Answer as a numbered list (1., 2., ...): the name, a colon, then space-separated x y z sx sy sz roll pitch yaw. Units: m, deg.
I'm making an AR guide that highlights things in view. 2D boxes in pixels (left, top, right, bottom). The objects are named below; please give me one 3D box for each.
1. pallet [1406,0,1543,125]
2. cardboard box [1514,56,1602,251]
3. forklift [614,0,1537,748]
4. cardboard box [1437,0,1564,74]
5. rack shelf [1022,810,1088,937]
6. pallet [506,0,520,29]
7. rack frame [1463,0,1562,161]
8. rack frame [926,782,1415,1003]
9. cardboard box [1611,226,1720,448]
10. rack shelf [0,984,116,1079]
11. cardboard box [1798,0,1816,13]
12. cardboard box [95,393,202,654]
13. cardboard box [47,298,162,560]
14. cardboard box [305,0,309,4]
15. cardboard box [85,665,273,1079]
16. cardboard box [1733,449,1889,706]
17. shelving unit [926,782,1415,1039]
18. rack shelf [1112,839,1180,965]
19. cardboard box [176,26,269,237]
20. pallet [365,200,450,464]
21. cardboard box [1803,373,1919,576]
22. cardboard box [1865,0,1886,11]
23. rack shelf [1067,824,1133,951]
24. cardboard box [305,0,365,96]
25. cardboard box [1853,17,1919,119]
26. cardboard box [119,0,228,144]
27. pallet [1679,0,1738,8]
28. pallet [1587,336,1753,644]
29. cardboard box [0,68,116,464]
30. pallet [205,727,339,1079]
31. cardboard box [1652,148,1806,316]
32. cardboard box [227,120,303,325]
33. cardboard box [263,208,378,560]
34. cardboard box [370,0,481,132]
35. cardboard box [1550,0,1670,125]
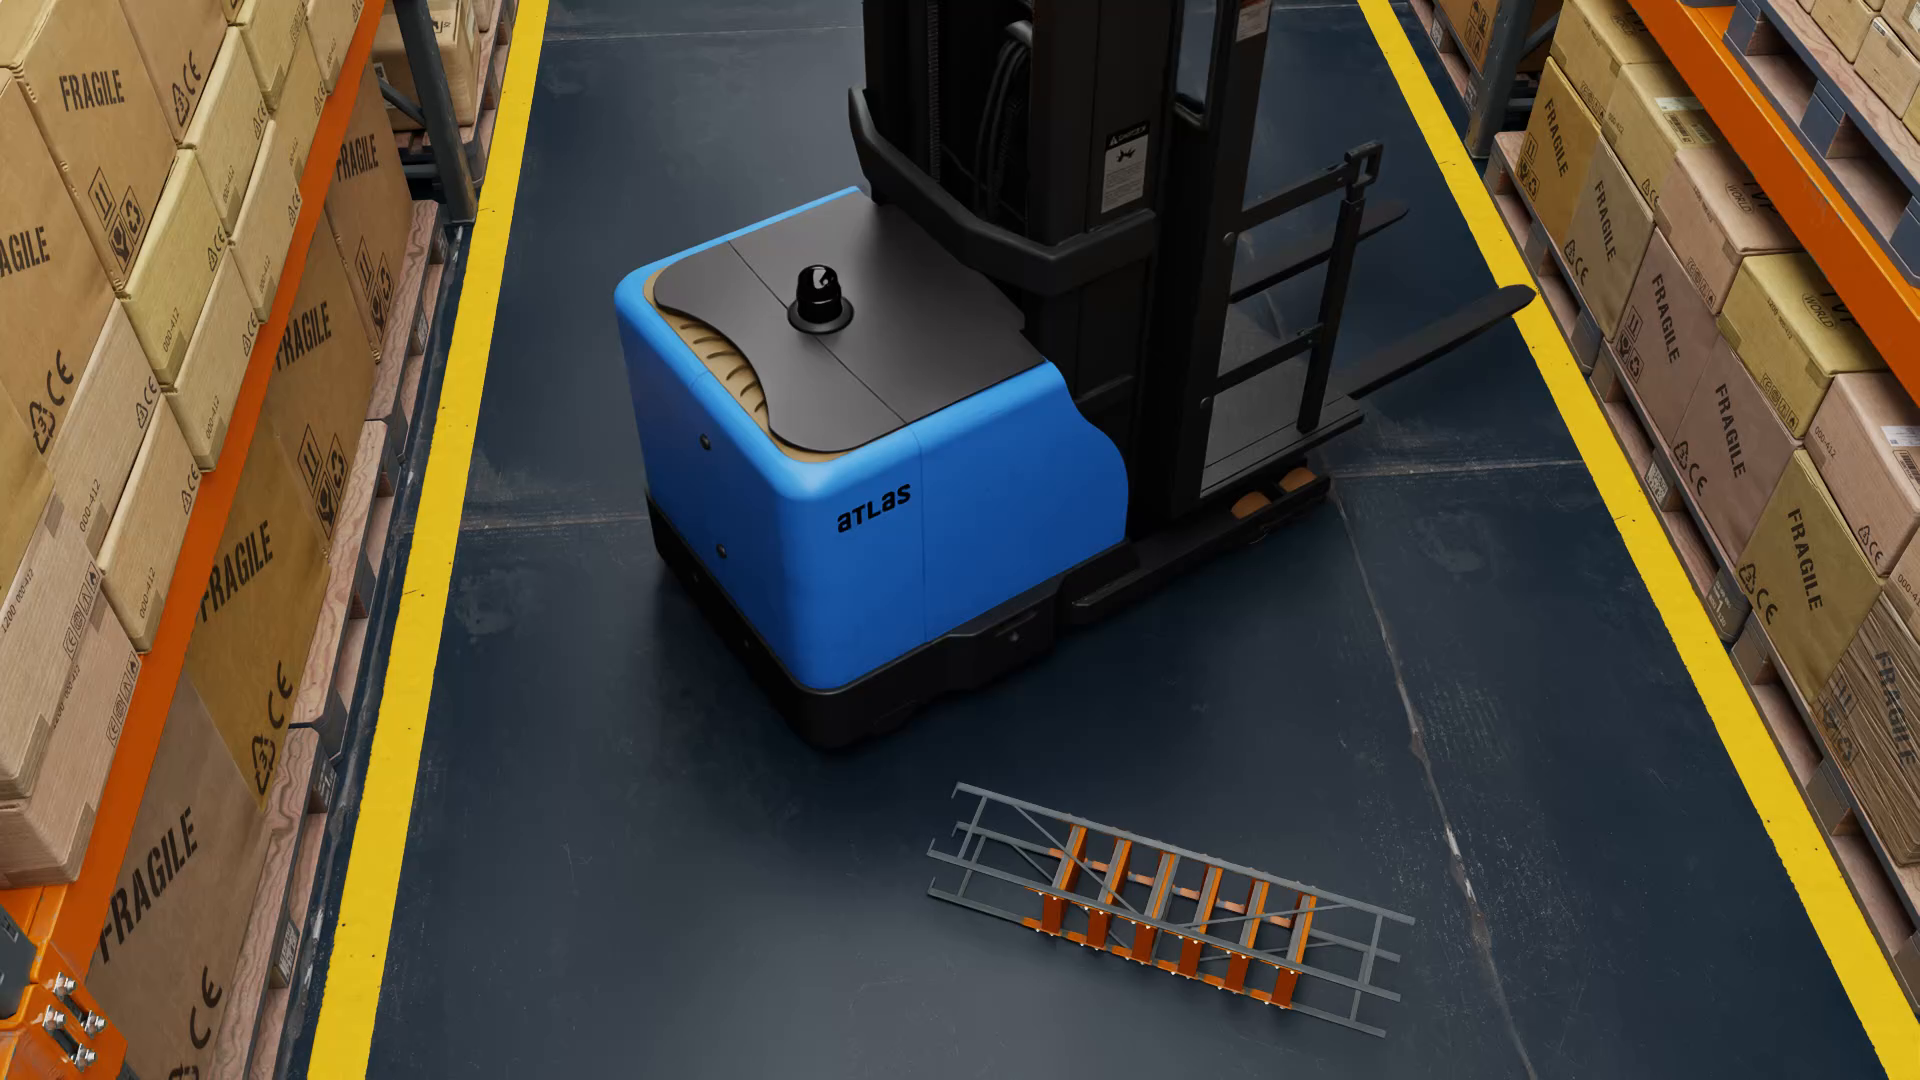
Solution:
1. pallet: 2.564 -2.249 7.234 1.003 0.211 1.213 -3 47 -3
2. cardboard box: 2.360 -1.390 5.933 0.500 0.500 0.500 -5 47 -5
3. forklift: 0.561 -1.287 4.451 3.031 2.935 1.130 -26 52 -23
4. cardboard box: 2.594 -2.449 6.764 1.050 0.750 0.750 -4 47 -4
5. rack shelf: 0.251 0.861 4.297 0.103 0.180 0.258 15 48 13
6. pallet: -2.532 -2.746 7.705 1.003 0.211 1.213 -3 47 -3
7. rack frame: 2.555 -2.633 5.677 1.000 3.000 0.127 -3 47 -3
8. rack frame: 0.519 0.869 4.166 1.200 0.006 0.240 15 48 13
9. cardboard box: 2.453 -0.656 5.237 0.500 0.500 0.500 -5 47 -4
10. rack shelf: -1.867 2.330 1.473 1.077 0.370 4.000 -3 47 -3
11. cardboard box: 2.486 -1.578 4.562 0.380 0.149 0.250 -2 47 -2
12. cardboard box: -1.853 -0.022 3.308 0.500 0.250 0.500 -5 47 -4
13. cardboard box: -1.862 -0.196 3.129 0.500 0.250 0.500 -3 47 -3
14. cardboard box: -2.029 -1.673 4.528 0.500 0.250 0.500 -5 47 -4
15. cardboard box: -2.166 0.778 3.621 0.875 0.875 0.875 -2 47 -2
16. cardboard box: 2.535 0.085 4.536 0.500 0.500 0.500 -4 47 -4
17. shelving unit: 0.519 0.931 4.233 1.200 0.189 0.258 15 48 13
18. rack shelf: 0.477 0.920 4.243 0.103 0.180 0.258 15 48 13
19. cardboard box: -1.922 -0.928 3.822 0.500 0.250 0.500 -5 47 -4
20. pallet: -2.378 -0.725 5.791 1.003 0.211 1.213 -3 47 -3
21. cardboard box: 2.546 -0.177 4.268 0.500 0.250 0.500 -1 47 -1
22. cardboard box: 2.505 -1.499 4.283 0.380 0.149 0.250 -4 47 -4
23. rack shelf: 0.364 0.891 4.270 0.103 0.180 0.258 15 48 13
24. cardboard box: -2.009 -1.488 4.697 0.500 0.250 0.500 -3 47 -3
25. cardboard box: 2.525 -1.207 4.211 0.380 0.149 0.250 -5 47 -5
26. cardboard box: -1.944 -1.182 3.546 0.500 0.500 0.500 -4 47 -4
27. pallet: 2.721 -2.057 5.265 1.213 0.211 1.003 -3 47 -3
28. pallet: 2.718 -0.228 5.320 1.003 0.211 1.213 -3 47 -3
29. cardboard box: -1.855 -0.445 2.848 0.500 0.500 0.500 -4 47 -4
30. pallet: -2.174 1.041 4.119 1.003 0.211 1.213 -3 47 -3
31. cardboard box: 2.443 -0.936 4.986 0.500 0.250 0.500 -3 47 -3
32. cardboard box: -1.912 -0.756 4.003 0.500 0.250 0.500 -4 47 -4
33. cardboard box: -2.323 -0.522 4.853 0.875 0.875 0.875 -3 47 -3
34. cardboard box: -2.406 -1.909 6.512 0.950 0.372 0.625 -6 47 -6
35. cardboard box: 2.372 -1.662 5.674 0.500 0.250 0.500 -5 47 -5
